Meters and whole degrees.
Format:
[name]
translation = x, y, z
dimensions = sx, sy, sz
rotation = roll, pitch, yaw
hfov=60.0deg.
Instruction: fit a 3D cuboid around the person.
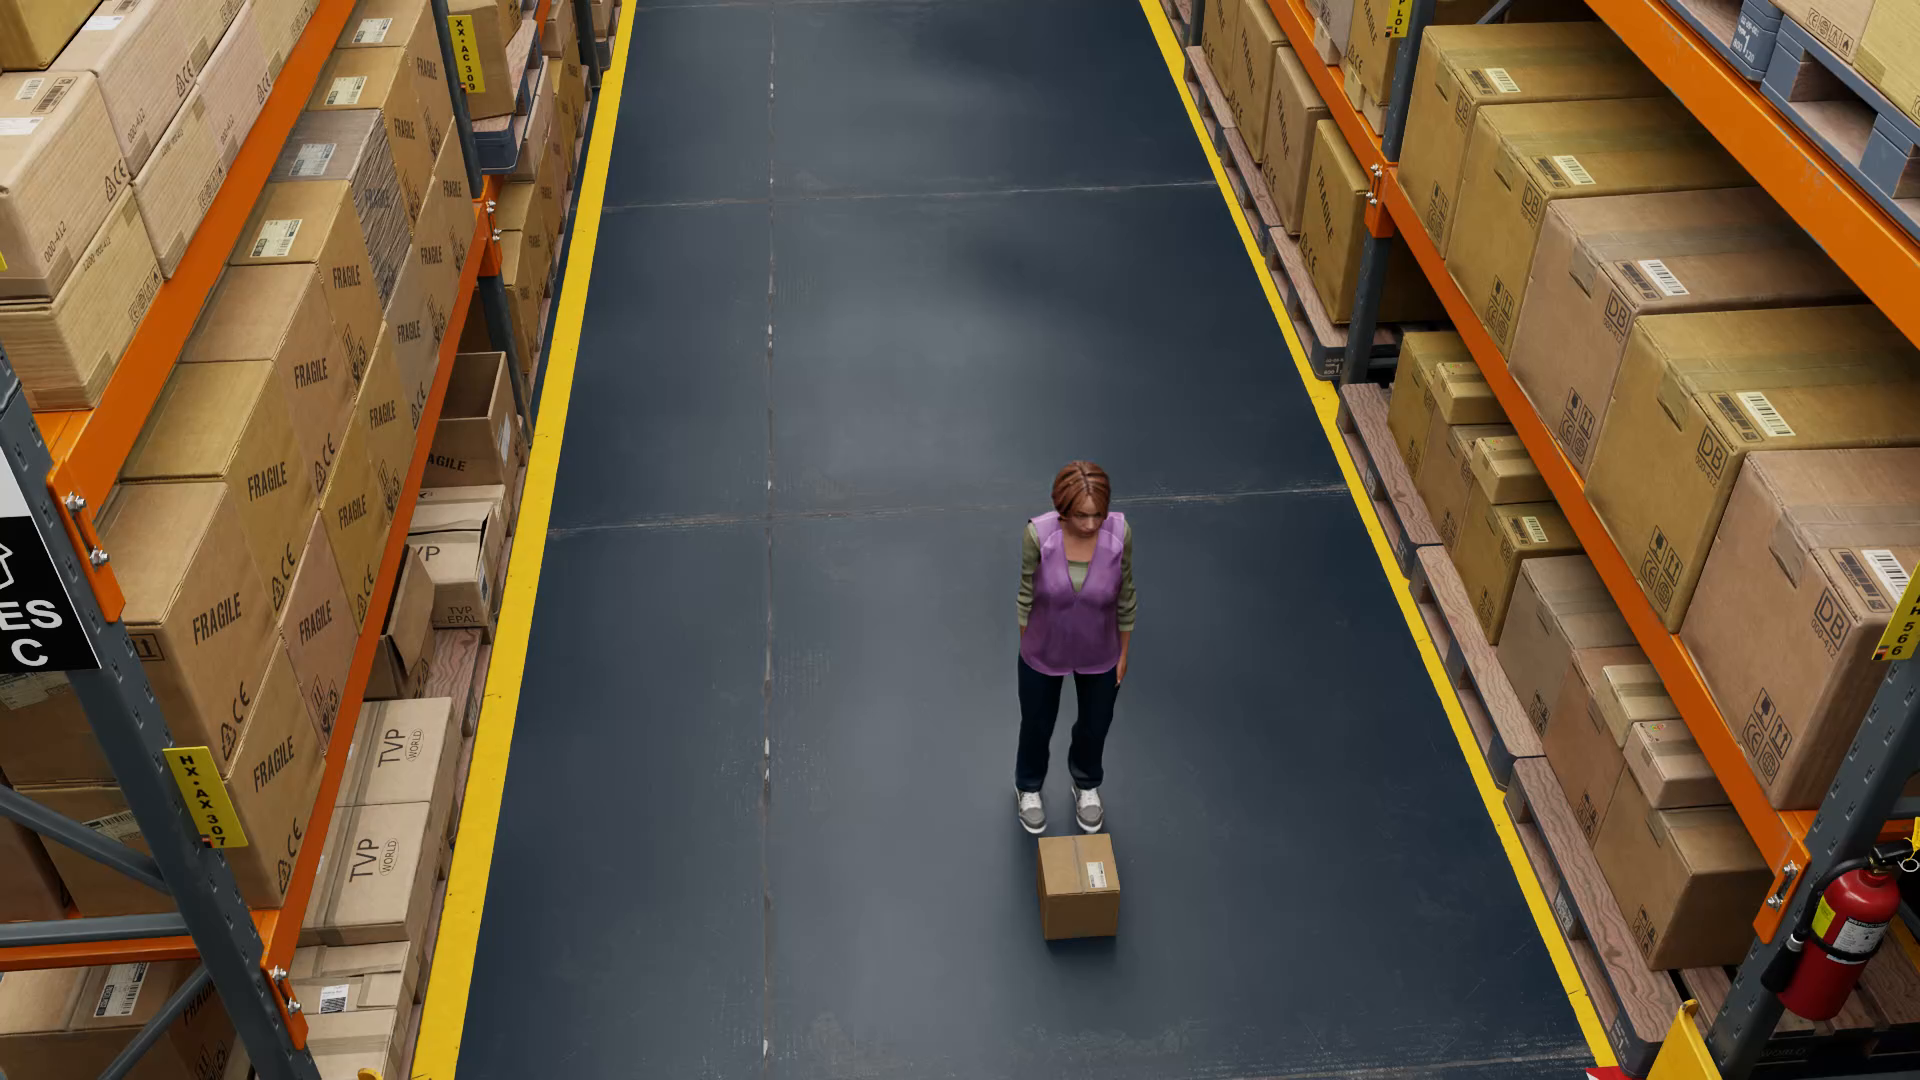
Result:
[person]
translation = 0.393, 0.385, 5.707
dimensions = 0.406, 1.597, 0.308
rotation = -2, 40, -3
